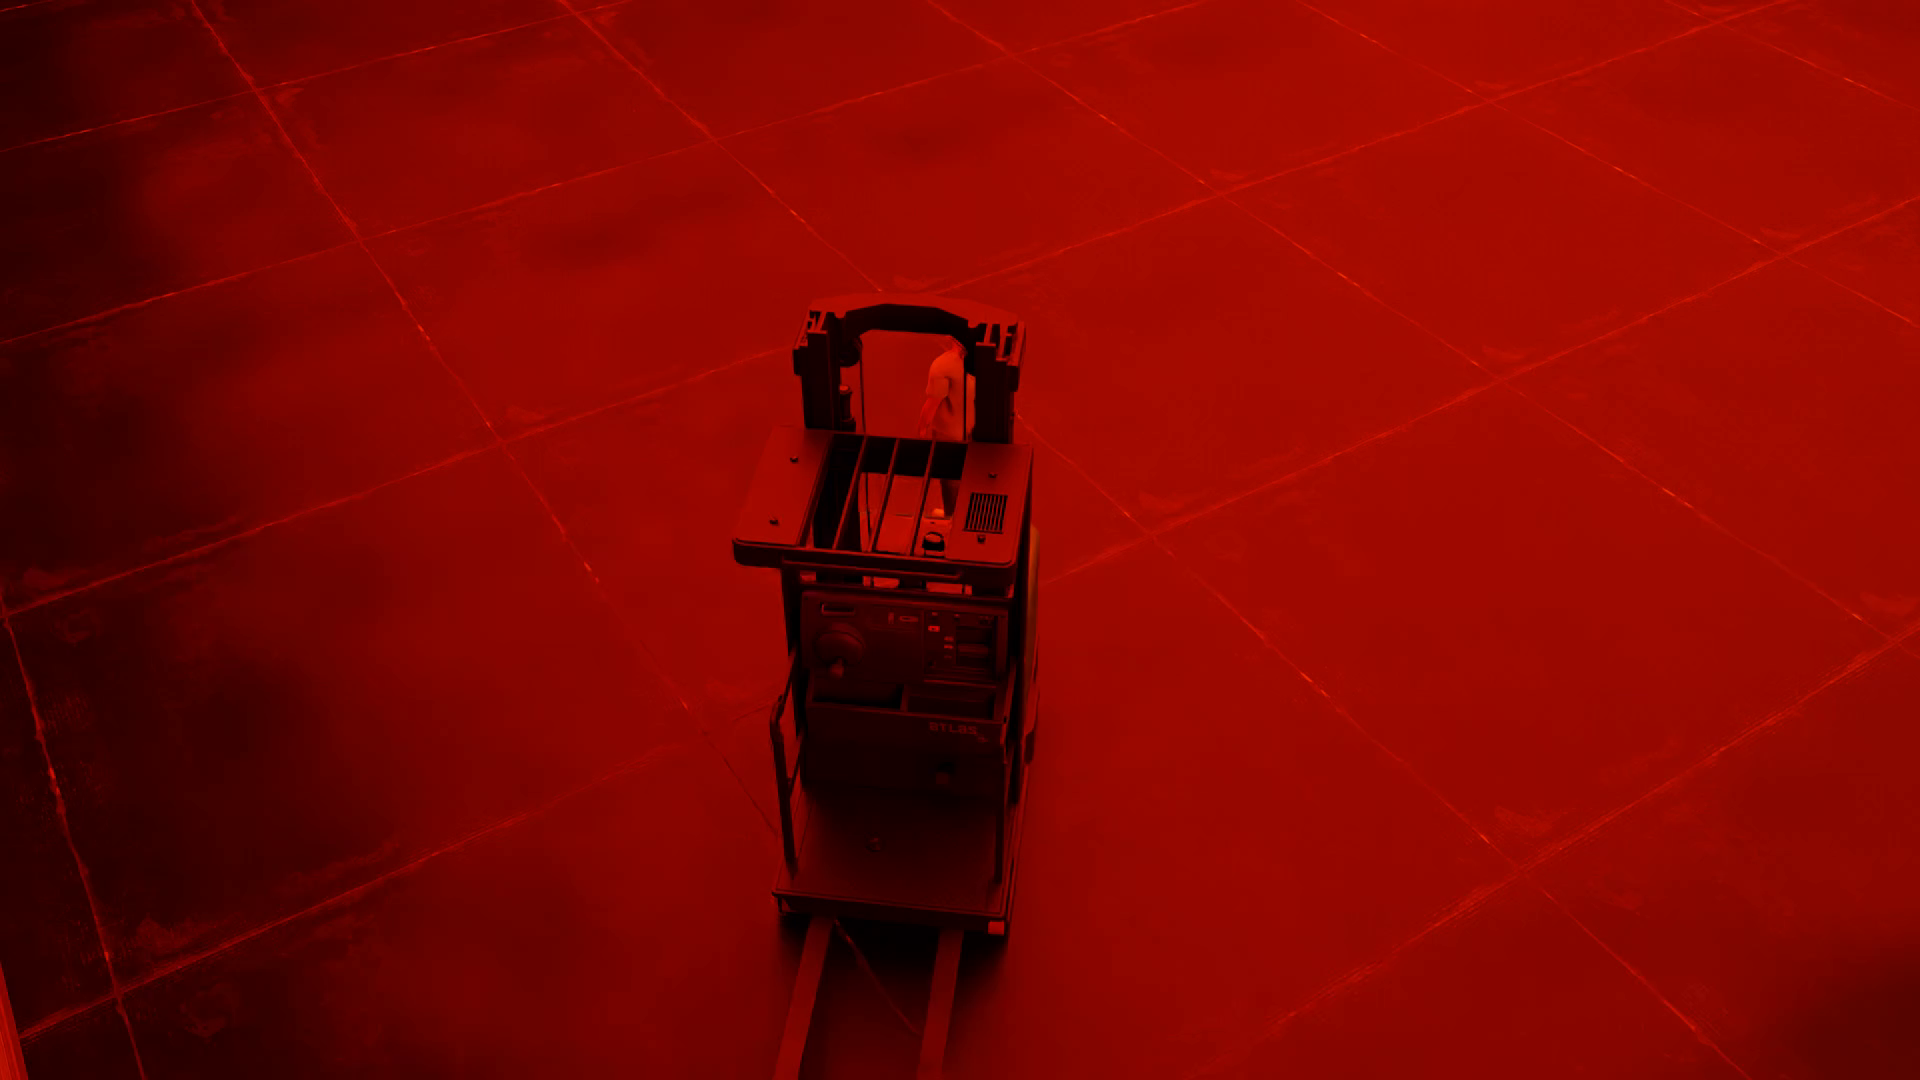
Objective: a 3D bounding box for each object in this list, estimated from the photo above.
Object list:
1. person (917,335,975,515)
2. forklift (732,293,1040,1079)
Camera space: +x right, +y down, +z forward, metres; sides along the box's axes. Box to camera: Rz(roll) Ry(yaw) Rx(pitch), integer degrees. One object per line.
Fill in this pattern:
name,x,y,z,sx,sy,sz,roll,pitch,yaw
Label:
person,-0.028,-0.712,9.567,0.549,1.676,0.549,-23,46,-24
forklift,-0.277,0.531,7.263,1.130,2.935,3.031,5,41,6
